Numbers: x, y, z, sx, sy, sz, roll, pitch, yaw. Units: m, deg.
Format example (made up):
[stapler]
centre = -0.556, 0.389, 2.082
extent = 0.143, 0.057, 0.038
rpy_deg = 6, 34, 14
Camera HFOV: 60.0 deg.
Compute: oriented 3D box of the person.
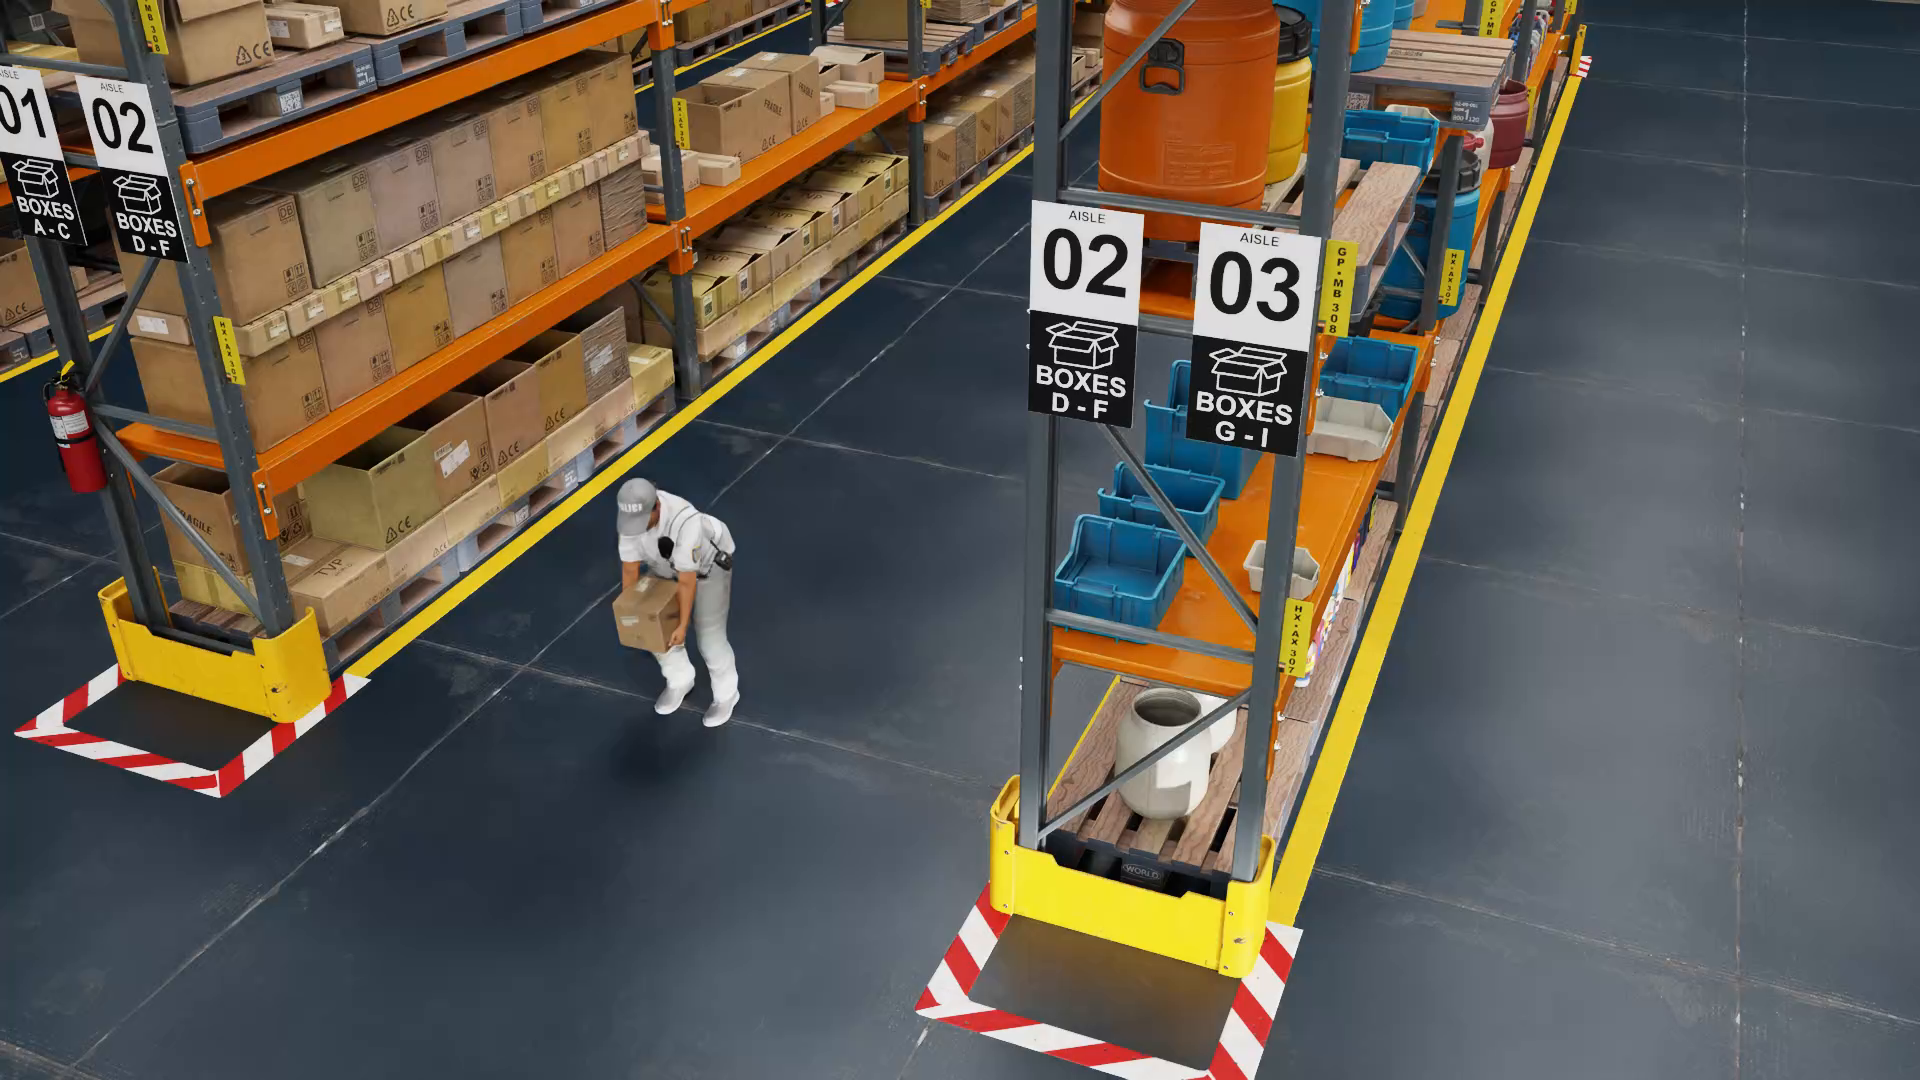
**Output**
[person]
centre = -1.397, 0.271, 8.098
extent = 0.453, 1.493, 0.774
rpy_deg = 11, 32, 18
